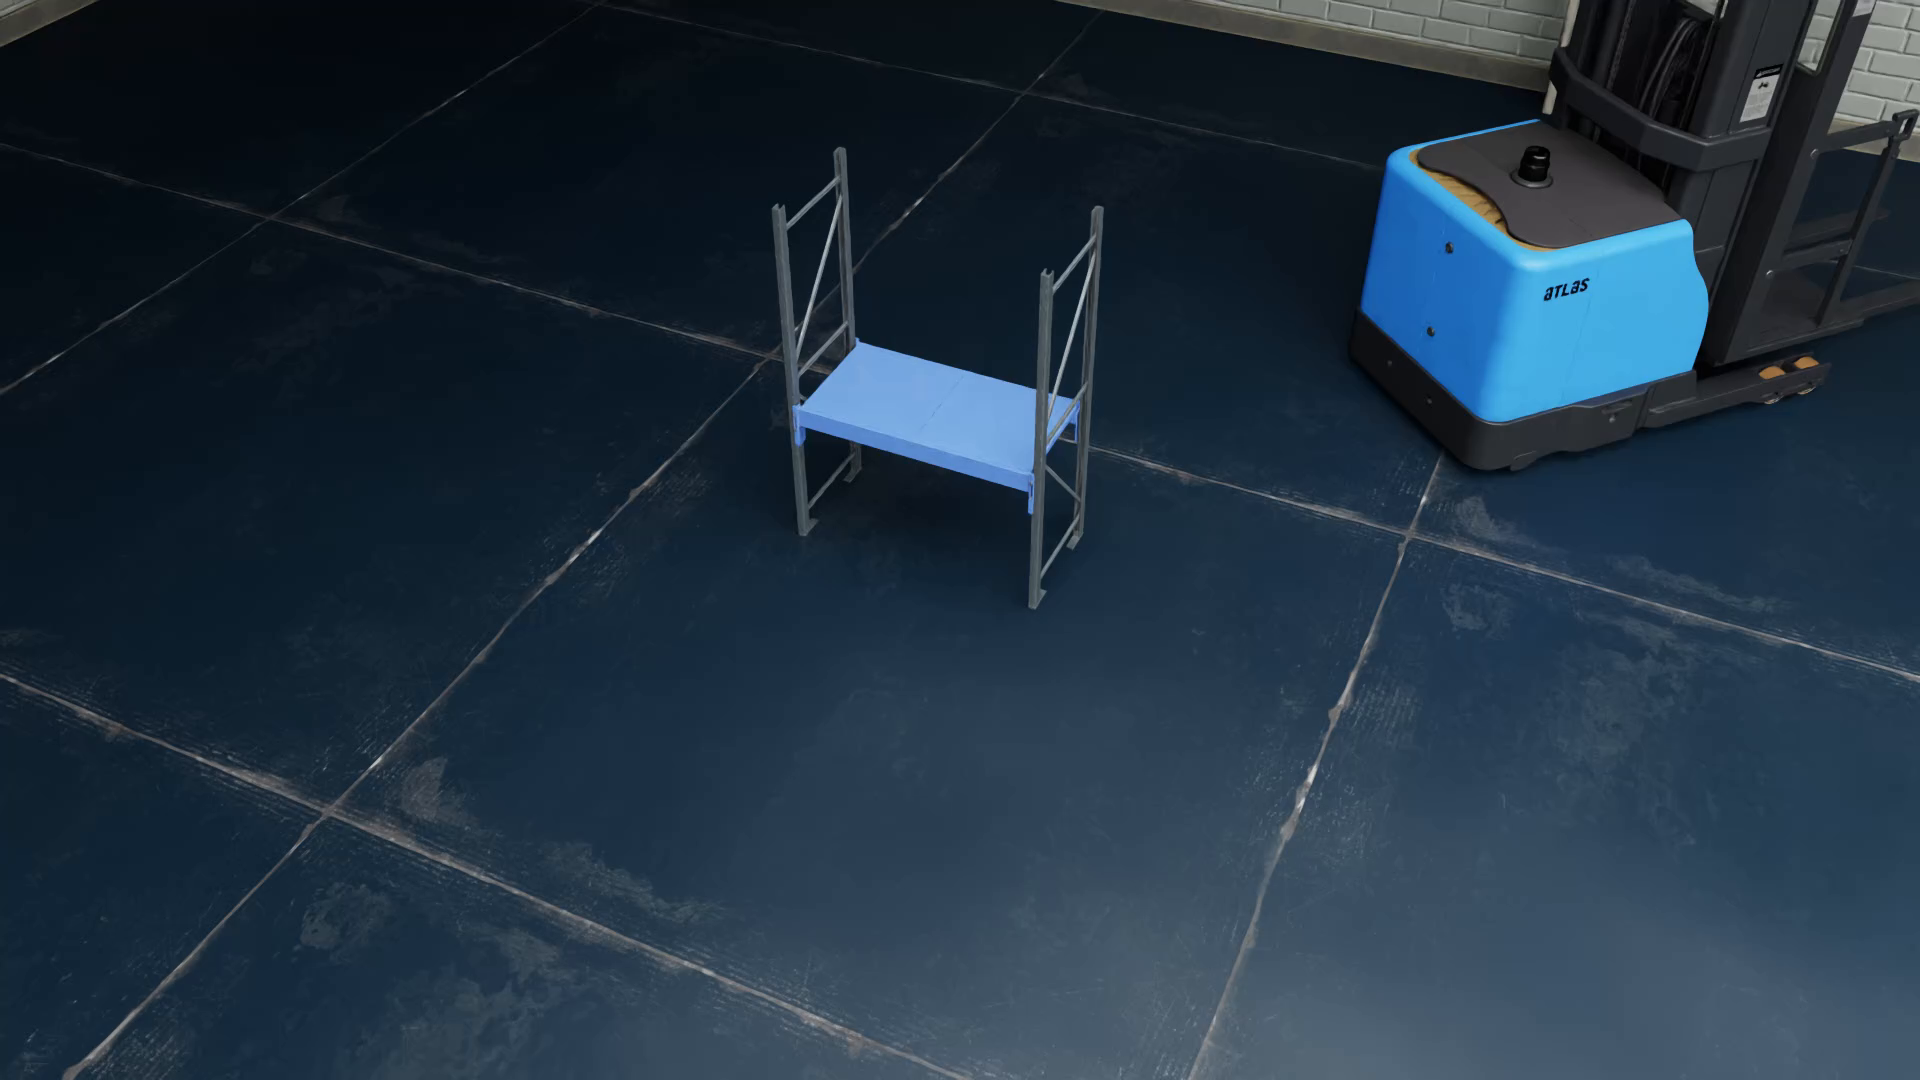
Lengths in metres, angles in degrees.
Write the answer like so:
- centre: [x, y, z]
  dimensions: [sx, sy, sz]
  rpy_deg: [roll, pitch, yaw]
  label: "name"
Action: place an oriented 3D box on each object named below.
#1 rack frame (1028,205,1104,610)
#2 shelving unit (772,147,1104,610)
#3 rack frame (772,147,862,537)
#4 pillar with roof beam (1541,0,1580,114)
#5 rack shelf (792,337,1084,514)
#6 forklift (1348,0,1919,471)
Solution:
- centre: [0.383, -0.450, 6.124]
  dimensions: [0.032, 1.500, 0.500]
  rpy_deg: [17, 44, 19]
  label: "rack frame"
- centre: [-0.077, -0.590, 6.286]
  dimensions: [1.048, 1.500, 0.538]
  rpy_deg: [17, 44, 19]
  label: "shelving unit"
- centre: [-0.538, -0.731, 6.448]
  dimensions: [0.032, 1.500, 0.500]
  rpy_deg: [17, 44, 19]
  label: "rack frame"
- centre: [1.779, -3.347, 3.742]
  dimensions: [0.400, 9.000, 9.100]
  rpy_deg: [17, 44, 19]
  label: "pillar with roof beam"
- centre: [-0.077, -0.454, 6.404]
  dimensions: [1.000, 0.185, 0.538]
  rpy_deg: [17, 44, 19]
  label: "rack shelf"
- centre: [3.352, -2.022, 6.845]
  dimensions: [3.031, 2.935, 1.130]
  rpy_deg: [-15, 43, -17]
  label: "forklift"
